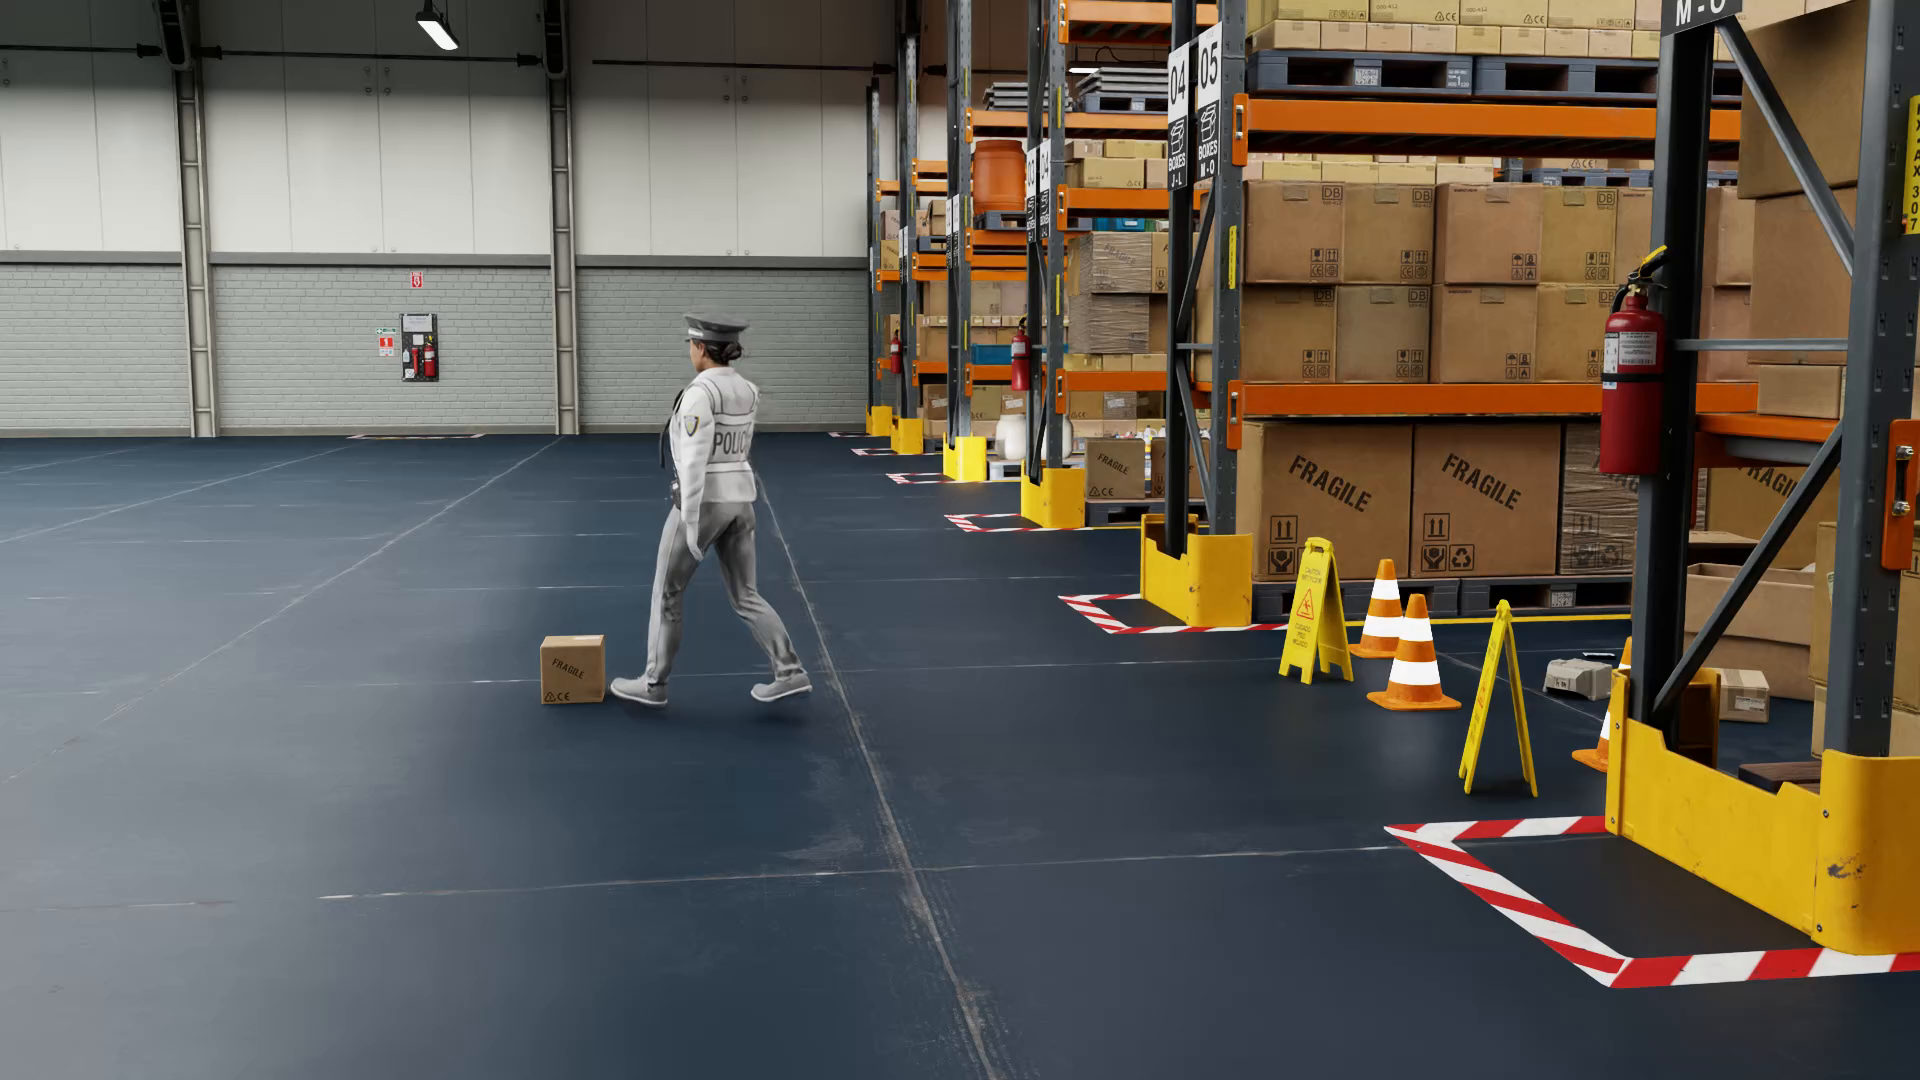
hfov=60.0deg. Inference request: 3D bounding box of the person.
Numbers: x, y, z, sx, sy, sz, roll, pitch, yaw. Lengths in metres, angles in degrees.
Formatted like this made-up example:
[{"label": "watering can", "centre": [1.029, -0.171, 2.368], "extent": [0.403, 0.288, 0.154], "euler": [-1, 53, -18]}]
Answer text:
[{"label": "person", "centre": [-1.025, -0.122, 6.847], "extent": [0.893, 1.640, 0.511], "euler": [4, 8, 32]}]
